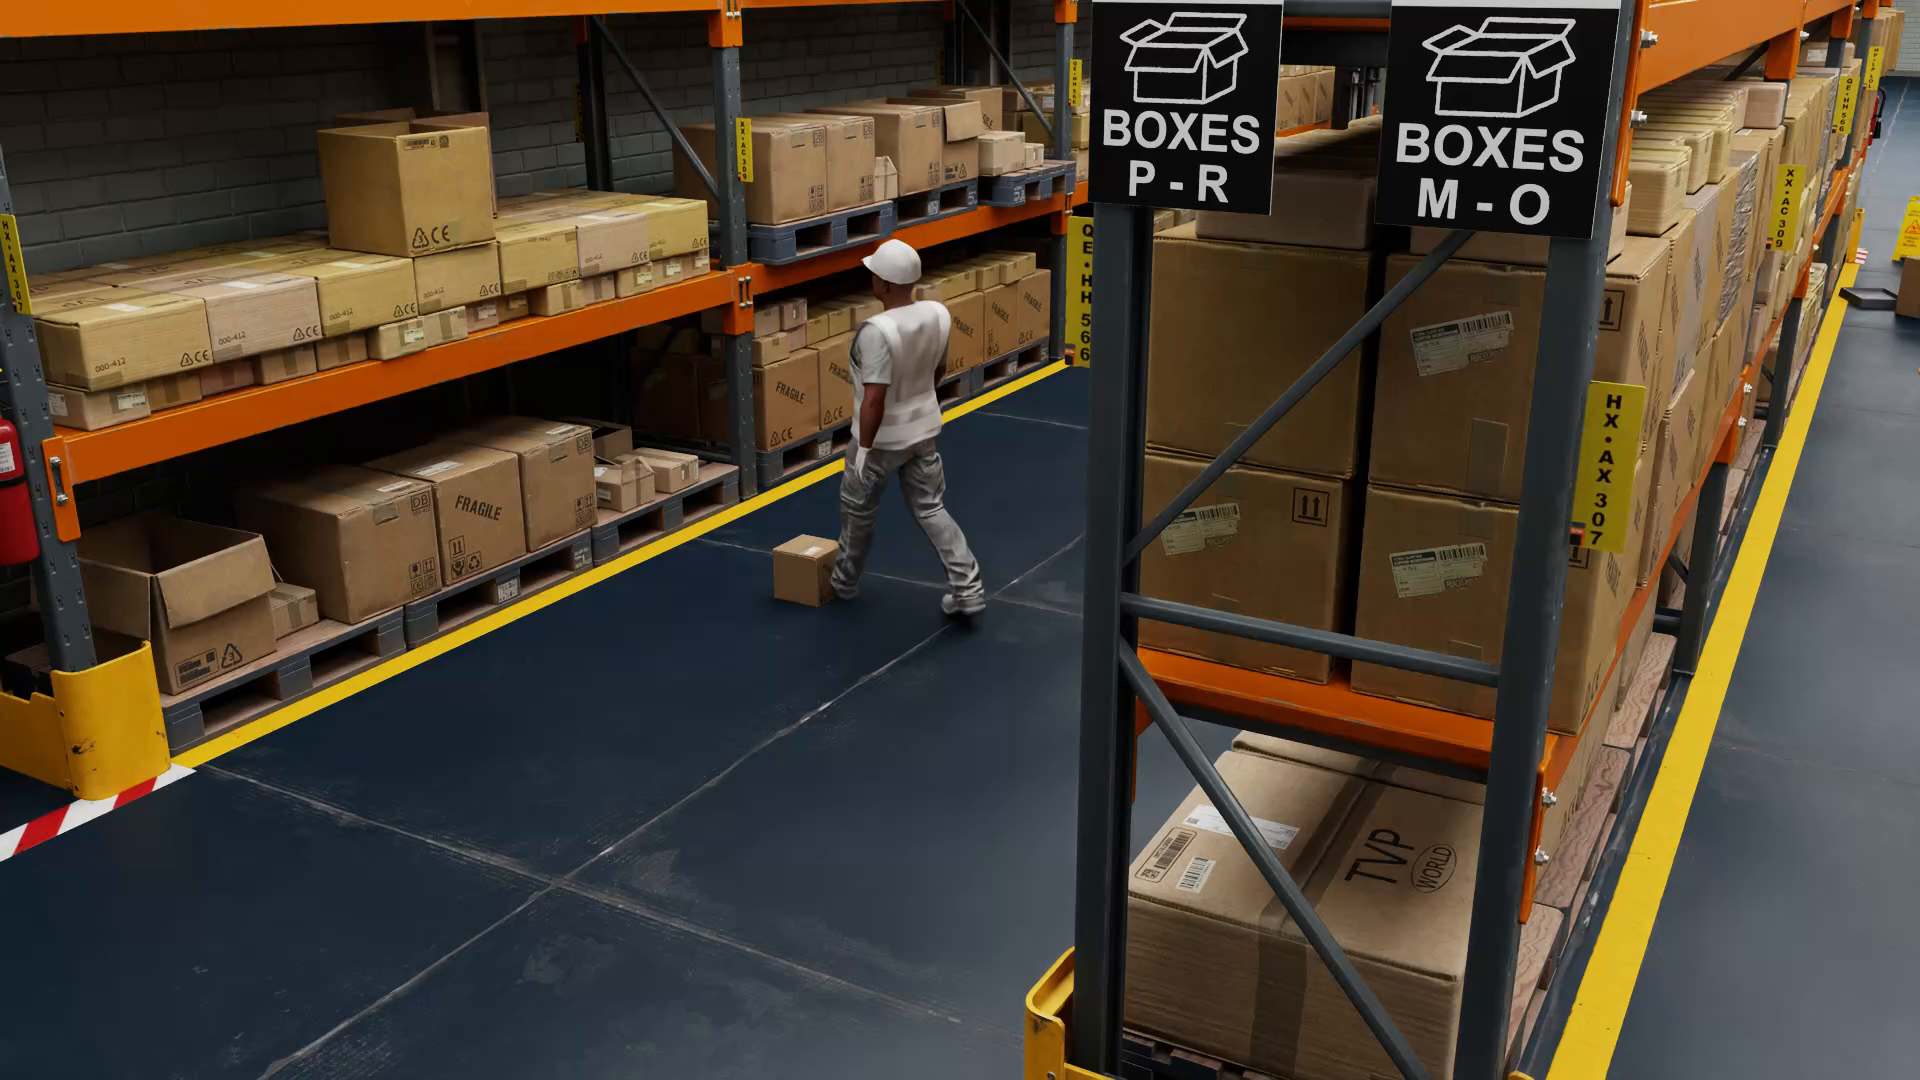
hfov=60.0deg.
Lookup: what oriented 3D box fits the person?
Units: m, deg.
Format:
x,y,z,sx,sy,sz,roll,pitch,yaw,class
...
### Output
x,y,z,sx,sy,sz,roll,pitch,yaw,class
-0.348,-0.495,7.502,0.617,1.750,0.994,-17,26,-41,person
